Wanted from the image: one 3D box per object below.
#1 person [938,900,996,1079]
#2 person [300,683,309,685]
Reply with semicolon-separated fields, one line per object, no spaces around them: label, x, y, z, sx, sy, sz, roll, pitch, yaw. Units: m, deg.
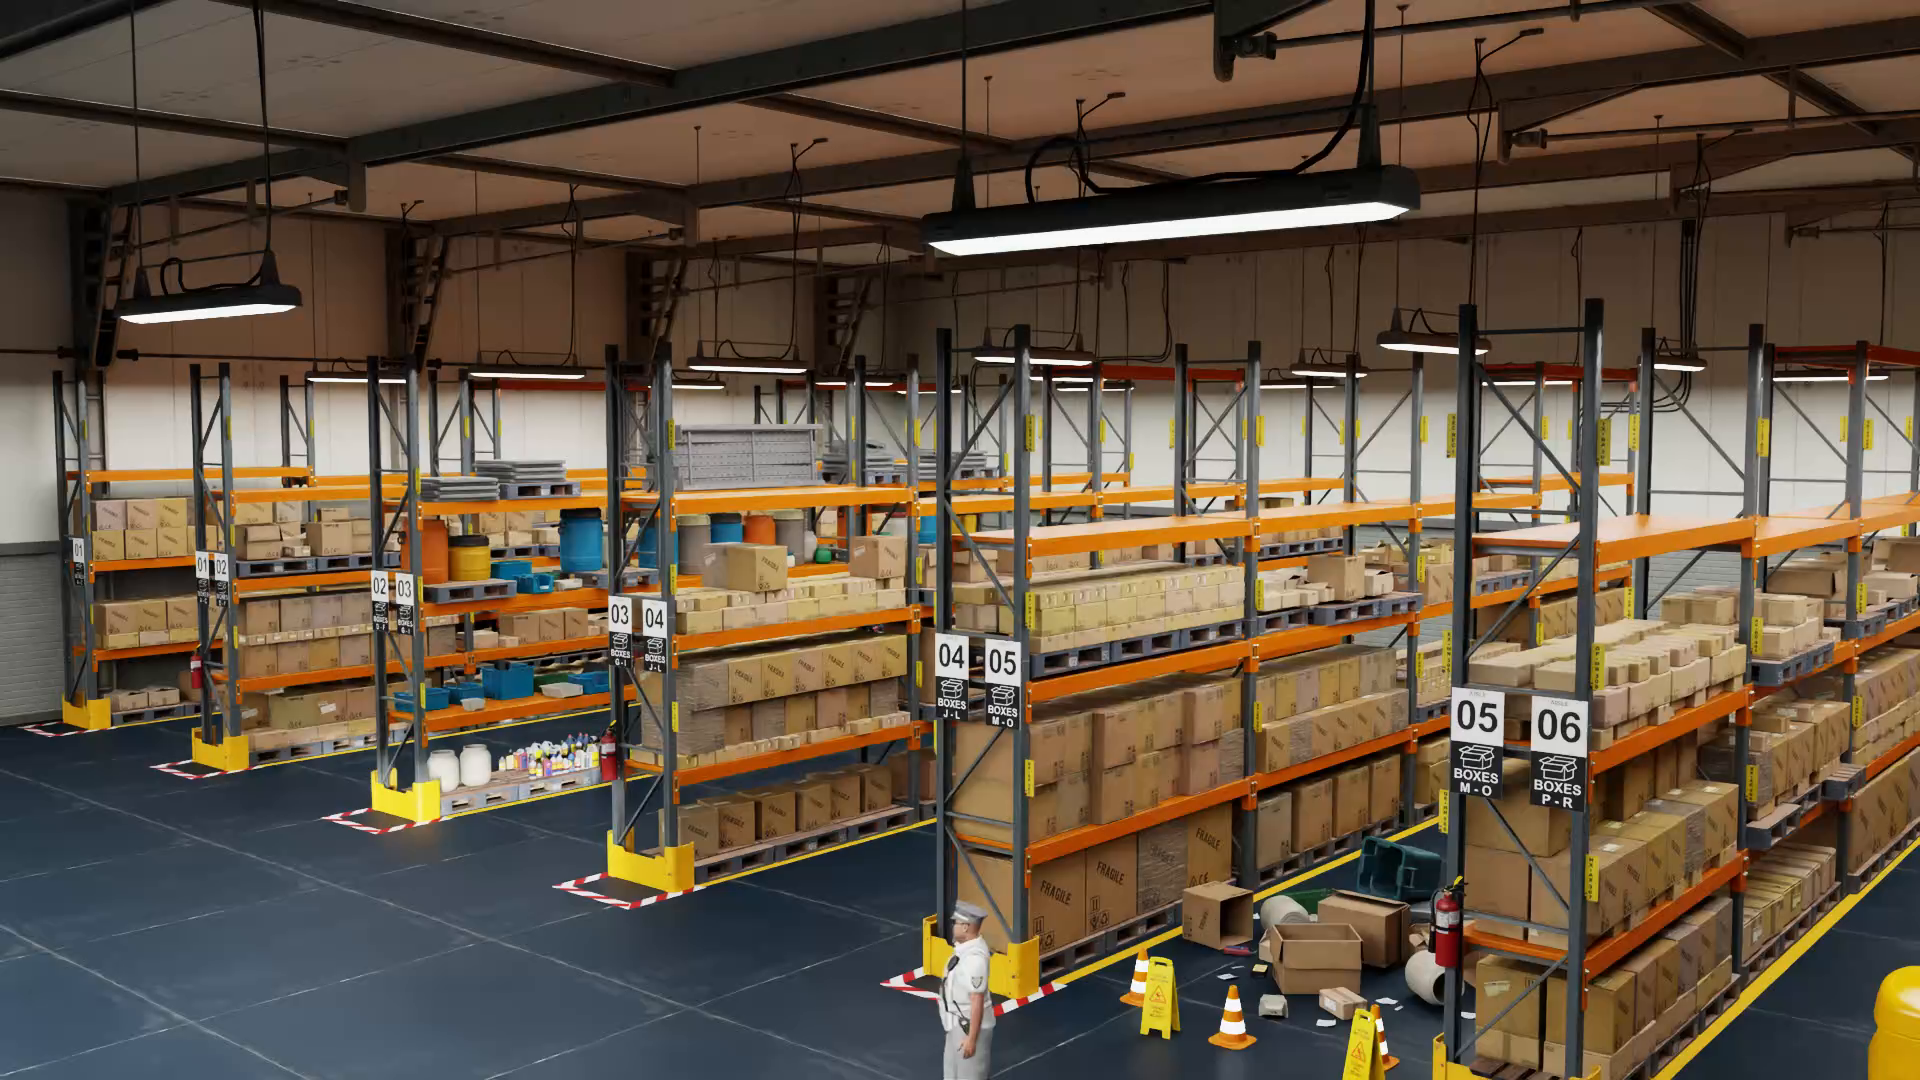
person;-0.029;3.436;11.750;0.573;1.785;0.549;0;4;-3
person;-11.440;2.198;28.718;0.779;1.764;0.570;-1;4;-19
